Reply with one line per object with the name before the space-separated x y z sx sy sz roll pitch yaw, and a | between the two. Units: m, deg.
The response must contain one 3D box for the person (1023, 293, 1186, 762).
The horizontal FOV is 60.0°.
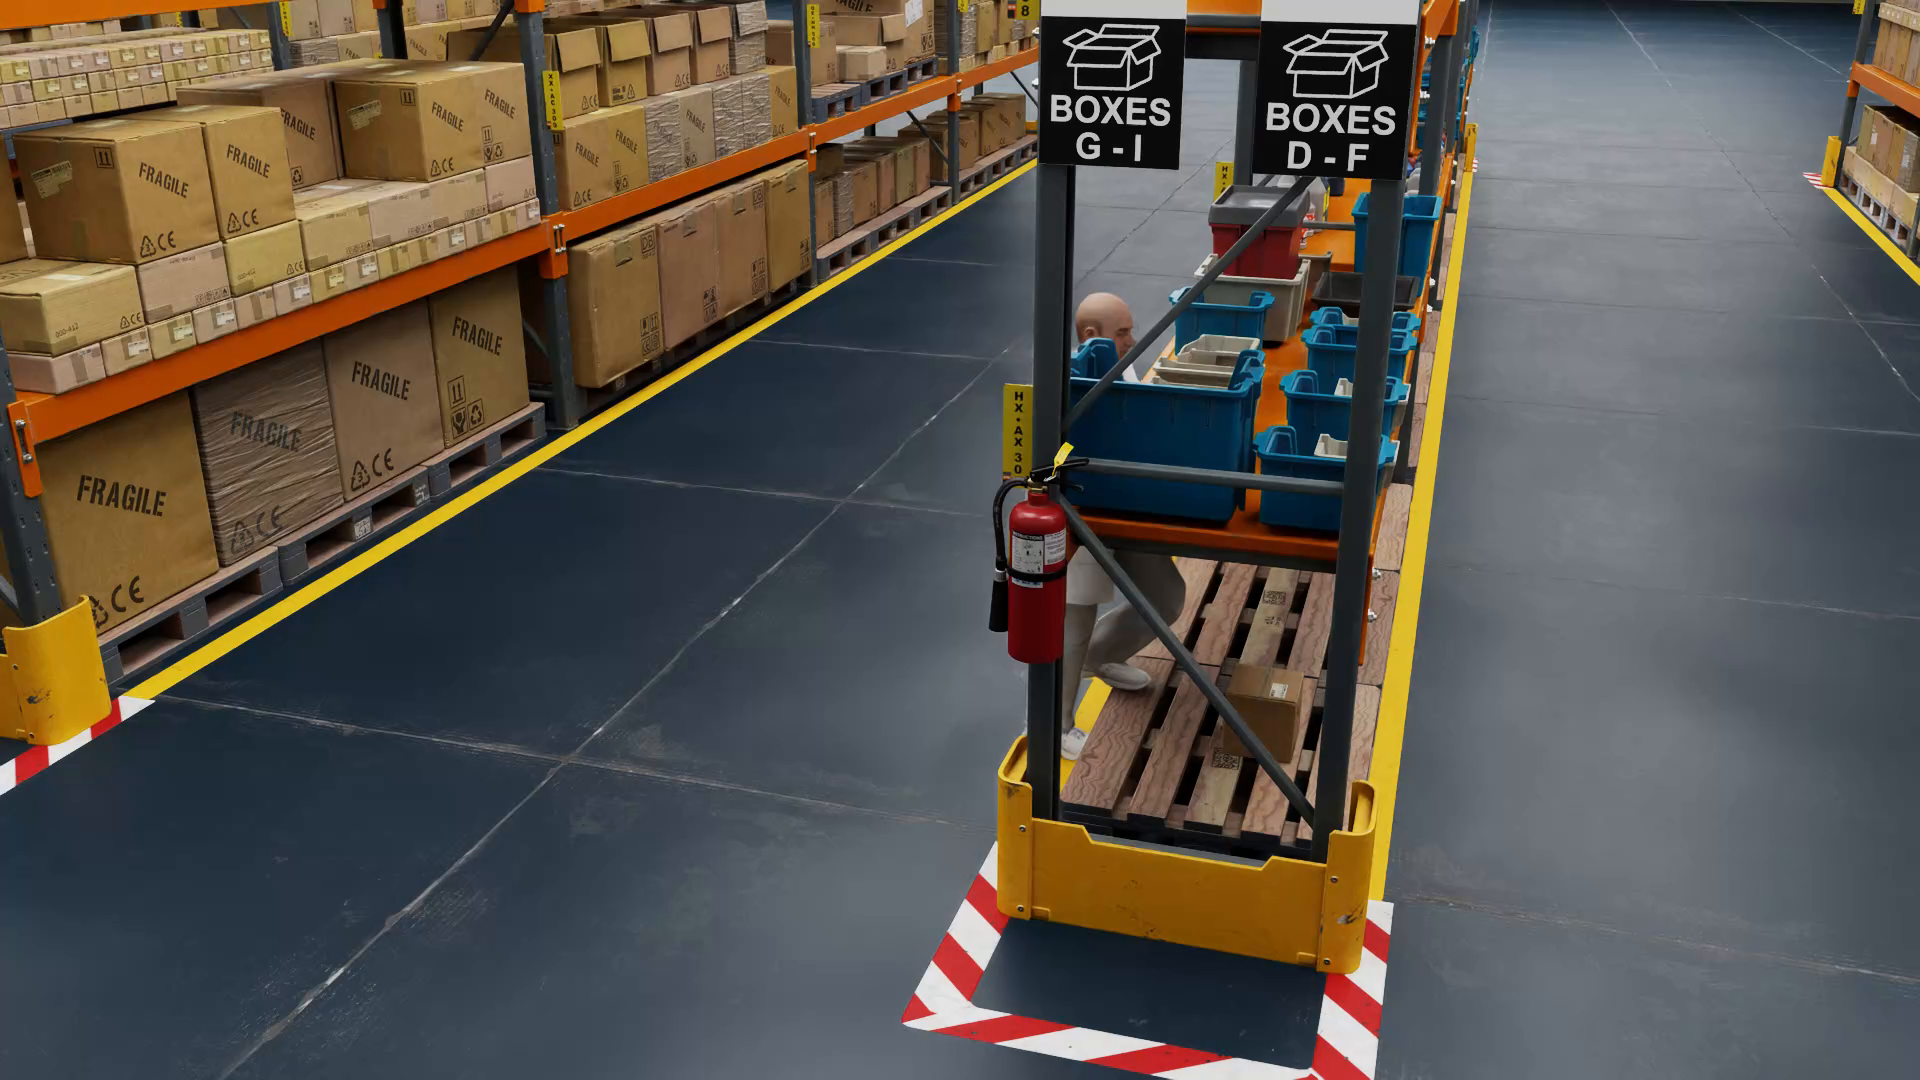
person | 0.548 -0.038 6.197 0.512 1.780 0.562 15 26 33
